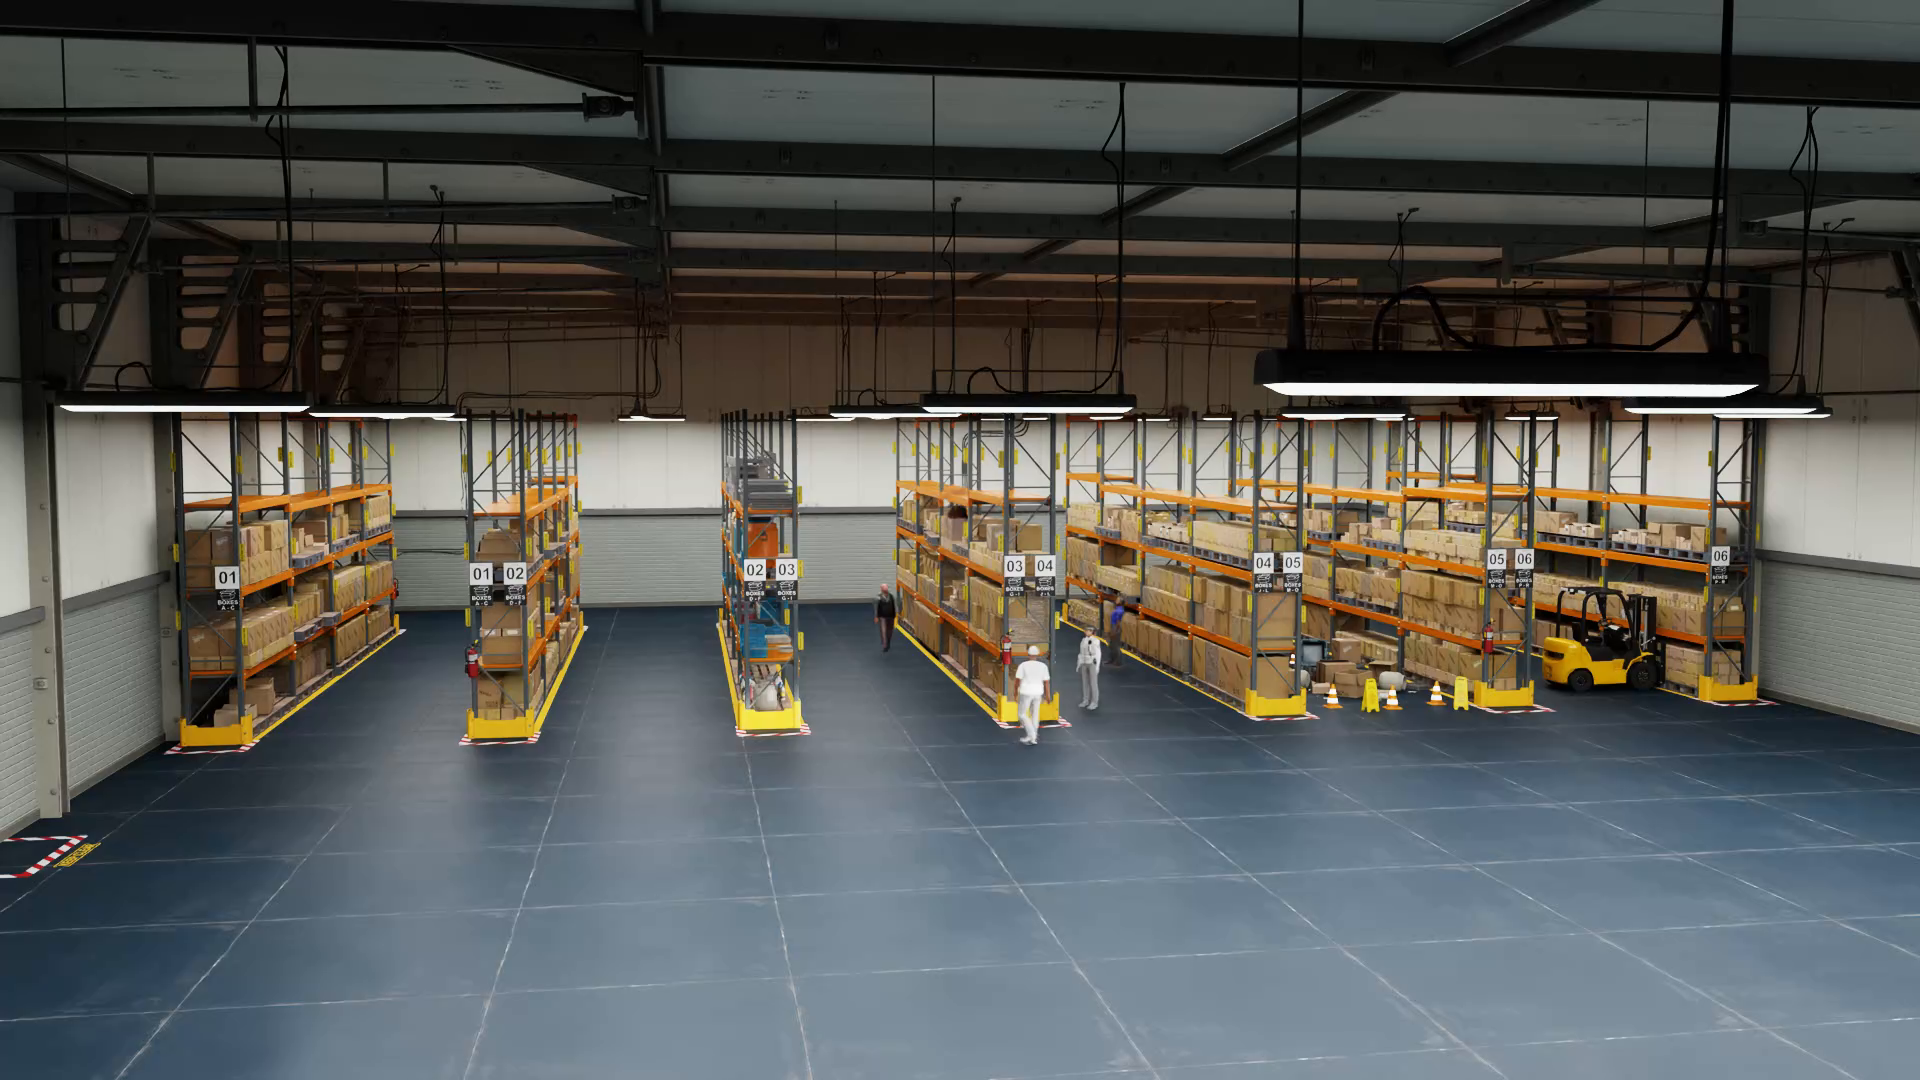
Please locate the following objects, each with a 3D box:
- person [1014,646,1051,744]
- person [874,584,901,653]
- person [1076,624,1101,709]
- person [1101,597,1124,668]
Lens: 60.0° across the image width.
[{"bbox_3d":[1.295,2.763,29.694,0.628,1.772,0.477,-2,4,-22],"label":"person"},{"bbox_3d":[-1.785,1.904,40.659,0.617,1.664,1.042,-1,4,-12],"label":"person"},{"bbox_3d":[2.589,2.539,33.607,0.368,1.703,0.515,-4,6,-44],"label":"person"},{"bbox_3d":[3.502,2.114,38.323,0.564,1.633,0.535,1,4,10],"label":"person"}]
